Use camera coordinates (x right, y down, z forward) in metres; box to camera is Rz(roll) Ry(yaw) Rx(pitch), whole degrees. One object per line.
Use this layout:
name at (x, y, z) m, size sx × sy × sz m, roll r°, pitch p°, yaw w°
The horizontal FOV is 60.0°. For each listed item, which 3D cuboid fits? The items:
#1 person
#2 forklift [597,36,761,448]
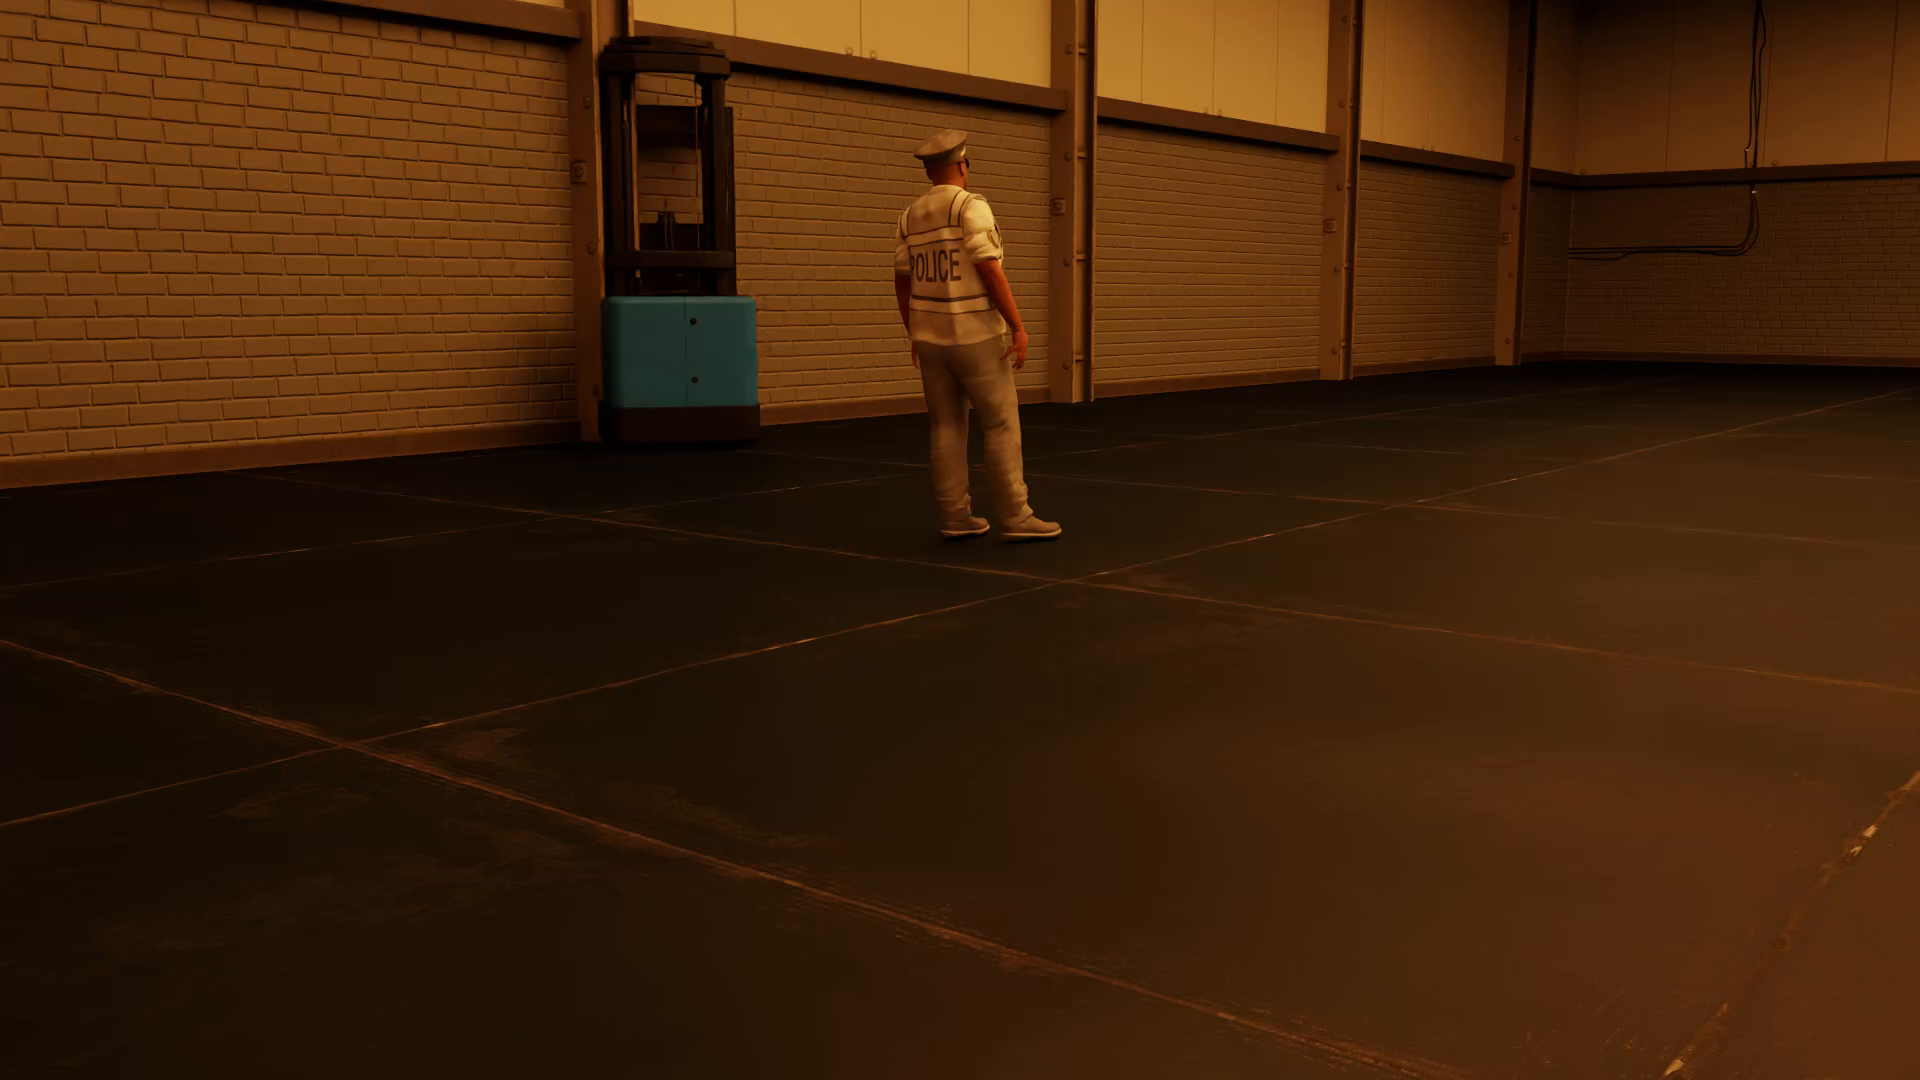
person at (0.058, -0.896, 7.327) m, size 0.640 × 1.781 × 0.575 m, roll 7°, pitch 11°, yaw 38°
forklift at (-2.318, -2.279, 12.856) m, size 1.130 × 2.935 × 3.031 m, roll -2°, pitch 9°, yaw -16°
